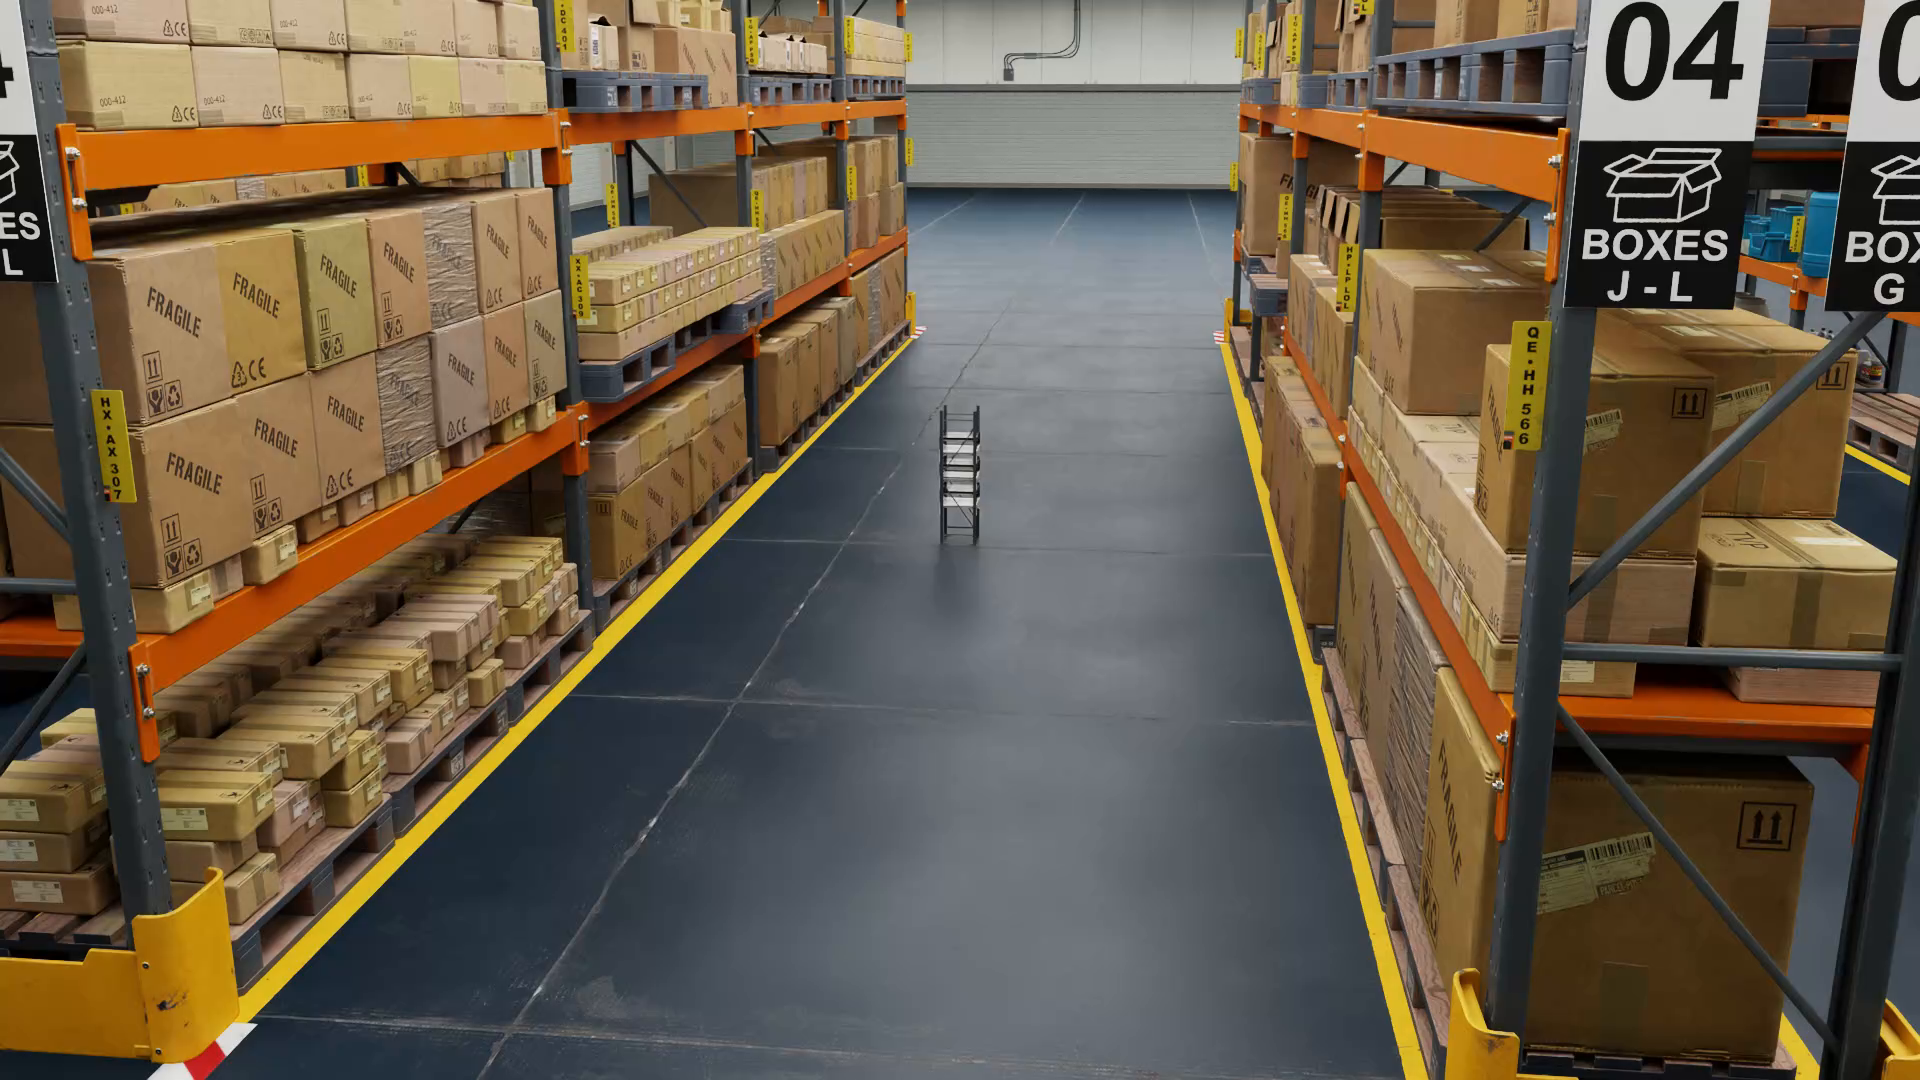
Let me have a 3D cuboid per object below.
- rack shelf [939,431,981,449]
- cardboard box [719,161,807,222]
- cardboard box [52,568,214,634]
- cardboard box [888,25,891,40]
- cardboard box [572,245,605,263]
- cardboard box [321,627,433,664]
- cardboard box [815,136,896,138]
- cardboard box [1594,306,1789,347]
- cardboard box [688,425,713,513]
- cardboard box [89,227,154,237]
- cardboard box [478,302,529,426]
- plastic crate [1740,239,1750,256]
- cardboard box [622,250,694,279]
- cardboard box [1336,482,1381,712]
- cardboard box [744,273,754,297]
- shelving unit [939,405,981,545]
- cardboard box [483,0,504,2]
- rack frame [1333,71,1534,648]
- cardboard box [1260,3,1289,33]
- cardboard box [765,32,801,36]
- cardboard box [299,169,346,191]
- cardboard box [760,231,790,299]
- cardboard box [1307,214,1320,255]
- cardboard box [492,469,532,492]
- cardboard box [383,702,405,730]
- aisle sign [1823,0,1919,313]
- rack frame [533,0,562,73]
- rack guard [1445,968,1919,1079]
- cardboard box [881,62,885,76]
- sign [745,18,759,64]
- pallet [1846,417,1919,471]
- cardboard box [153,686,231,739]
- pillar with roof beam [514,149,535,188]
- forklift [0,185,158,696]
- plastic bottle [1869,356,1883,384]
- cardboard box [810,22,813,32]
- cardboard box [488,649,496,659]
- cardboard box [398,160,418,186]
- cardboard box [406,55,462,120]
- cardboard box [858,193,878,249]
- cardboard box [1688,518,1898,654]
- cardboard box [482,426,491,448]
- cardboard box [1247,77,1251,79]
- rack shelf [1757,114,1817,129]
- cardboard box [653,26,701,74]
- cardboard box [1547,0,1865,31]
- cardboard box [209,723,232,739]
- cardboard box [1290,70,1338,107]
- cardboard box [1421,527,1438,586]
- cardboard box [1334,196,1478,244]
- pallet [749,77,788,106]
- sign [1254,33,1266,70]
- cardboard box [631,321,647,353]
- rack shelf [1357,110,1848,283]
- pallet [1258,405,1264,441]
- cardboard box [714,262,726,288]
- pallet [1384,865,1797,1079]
[{"bbox_3d":[-0.001,-0.661,10.975,0.258,0.077,0.200,2,15,6],"label":"rack shelf"},{"bbox_3d":[-1.765,-3.114,14.824,0.700,0.500,0.500,2,15,7],"label":"cardboard box"},{"bbox_3d":[-2.593,0.183,5.221,0.380,0.149,0.250,2,15,6],"label":"cardboard box"},{"bbox_3d":[-0.966,-5.616,18.396,0.380,0.149,0.250,2,15,6],"label":"cardboard box"},{"bbox_3d":[-2.476,-1.788,10.565,0.380,0.149,0.250,1,15,5],"label":"cardboard box"},{"bbox_3d":[-2.496,0.486,7.134,0.380,0.149,0.250,2,15,6],"label":"cardboard box"},{"bbox_3d":[-1.230,-4.512,19.747,0.875,0.550,0.550,2,15,6],"label":"cardboard box"},{"bbox_3d":[2.393,-0.506,5.567,0.500,0.500,0.500,1,15,5],"label":"cardboard box"},{"bbox_3d":[-1.973,-0.484,11.191,0.500,0.500,0.500,1,15,4],"label":"cardboard box"},{"bbox_3d":[-3.093,-0.796,5.682,0.500,0.500,0.500,1,15,4],"label":"cardboard box"},{"bbox_3d":[-2.337,-0.825,7.705,0.500,0.500,0.500,1,15,5],"label":"cardboard box"},{"bbox_3d":[8.169,-2.960,16.866,0.530,0.136,0.437,2,15,6],"label":"plastic crate"},{"bbox_3d":[-1.857,-1.694,10.218,0.380,0.149,0.250,2,15,8],"label":"cardboard box"},{"bbox_3d":[2.259,0.263,7.710,0.875,0.875,0.875,2,15,6],"label":"cardboard box"},{"bbox_3d":[-1.681,-1.815,11.803,0.380,0.149,0.250,2,15,6],"label":"cardboard box"},{"bbox_3d":[-0.001,-0.432,11.037,0.258,0.900,0.210,2,15,6],"label":"shelving unit"},{"bbox_3d":[-2.273,-2.488,7.437,0.380,0.149,0.250,2,15,6],"label":"cardboard box"},{"bbox_3d":[2.413,-0.729,8.112,1.000,3.000,0.127,2,15,6],"label":"rack frame"},{"bbox_3d":[3.113,-4.809,15.736,0.500,0.500,0.500,1,15,5],"label":"cardboard box"},{"bbox_3d":[-1.801,-4.882,16.444,0.500,0.250,0.500,2,15,6],"label":"cardboard box"},{"bbox_3d":[-6.355,-3.364,16.290,0.500,0.500,0.500,1,15,5],"label":"cardboard box"},{"bbox_3d":[-1.679,-2.228,13.462,0.500,0.500,0.500,2,15,6],"label":"cardboard box"},{"bbox_3d":[2.886,-2.159,12.403,0.500,0.500,0.500,0,15,-1],"label":"cardboard box"},{"bbox_3d":[-2.671,-0.460,9.665,0.500,0.250,0.500,1,15,5],"label":"cardboard box"},{"bbox_3d":[-2.552,0.696,6.931,0.380,0.149,0.250,2,15,9],"label":"cardboard box"},{"bbox_3d":[2.252,-0.919,3.835,0.394,0.787,0.004,2,15,6],"label":"aisle sign"},{"bbox_3d":[-2.504,-3.797,7.966,1.000,3.000,0.127,2,15,6],"label":"rack frame"},{"bbox_3d":[1.959,1.521,4.579,1.175,0.500,0.348,2,15,6],"label":"rack guard"},{"bbox_3d":[-1.023,-5.100,18.014,0.380,0.149,0.250,2,15,7],"label":"cardboard box"},{"bbox_3d":[-1.514,-3.620,12.066,0.100,0.325,0.005,2,15,6],"label":"sign"},{"bbox_3d":[8.052,-0.790,13.679,1.003,0.211,1.213,2,15,6],"label":"pallet"},{"bbox_3d":[-3.067,0.678,6.426,0.380,0.149,0.250,1,15,4],"label":"cardboard box"},{"bbox_3d":[-5.677,-11.562,36.682,9.100,9.000,0.400,2,15,6],"label":"pillar with roof beam"},{"bbox_3d":[-5.061,-0.981,9.176,1.130,2.935,3.031,1,15,4],"label":"forklift"},{"bbox_3d":[8.709,-1.623,15.803,0.097,0.271,0.097,0,15,0],"label":"plastic bottle"},{"bbox_3d":[-1.733,-5.371,17.488,0.380,0.149,0.250,2,15,6],"label":"cardboard box"},{"bbox_3d":[-2.438,0.584,7.913,0.380,0.149,0.250,1,15,5],"label":"cardboard box"},{"bbox_3d":[-6.186,-4.010,17.569,0.700,0.500,0.500,2,15,7],"label":"cardboard box"},{"bbox_3d":[-2.415,-1.881,6.912,0.500,0.250,0.500,2,15,6],"label":"cardboard box"},{"bbox_3d":[-1.354,-3.425,17.794,0.875,0.550,0.550,2,15,6],"label":"cardboard box"},{"bbox_3d":[2.284,0.121,4.687,0.500,0.250,0.500,1,15,5],"label":"cardboard box"},{"bbox_3d":[-2.411,-0.497,7.734,0.380,0.149,0.250,1,15,5],"label":"cardboard box"},{"bbox_3d":[3.344,-4.837,17.846,0.500,0.250,0.500,2,15,6],"label":"cardboard box"},{"bbox_3d":[8.463,-4.278,16.867,1.077,0.370,4.000,2,15,6],"label":"rack shelf"},{"bbox_3d":[-1.968,-3.020,10.646,0.500,0.500,0.500,2,15,6],"label":"cardboard box"},{"bbox_3d":[1.967,-1.575,4.308,0.700,0.500,0.500,1,15,3],"label":"cardboard box"},{"bbox_3d":[-2.990,0.819,6.474,0.380,0.149,0.250,2,15,6],"label":"cardboard box"},{"bbox_3d":[2.674,-3.273,12.060,0.500,0.250,0.500,2,15,6],"label":"cardboard box"},{"bbox_3d":[1.789,0.063,5.666,0.380,0.149,0.250,1,15,5],"label":"cardboard box"},{"bbox_3d":[2.620,-1.767,9.837,0.797,0.503,0.637,2,15,8],"label":"cardboard box"},{"bbox_3d":[-2.032,-3.464,12.843,1.213,0.211,1.003,2,15,9],"label":"pallet"},{"bbox_3d":[2.776,-4.516,15.378,0.100,0.325,0.005,2,15,6],"label":"sign"},{"bbox_3d":[-1.977,-1.144,9.322,0.380,0.149,0.250,2,15,7],"label":"cardboard box"},{"bbox_3d":[2.187,-1.311,5.896,1.077,0.370,4.000,2,15,6],"label":"rack shelf"},{"bbox_3d":[3.094,-0.939,14.229,1.003,0.211,1.213,2,15,6],"label":"pallet"},{"bbox_3d":[-1.770,-1.755,11.015,0.380,0.149,0.250,2,15,6],"label":"cardboard box"},{"bbox_3d":[1.974,1.445,5.415,1.003,0.211,1.213,2,15,6],"label":"pallet"}]
